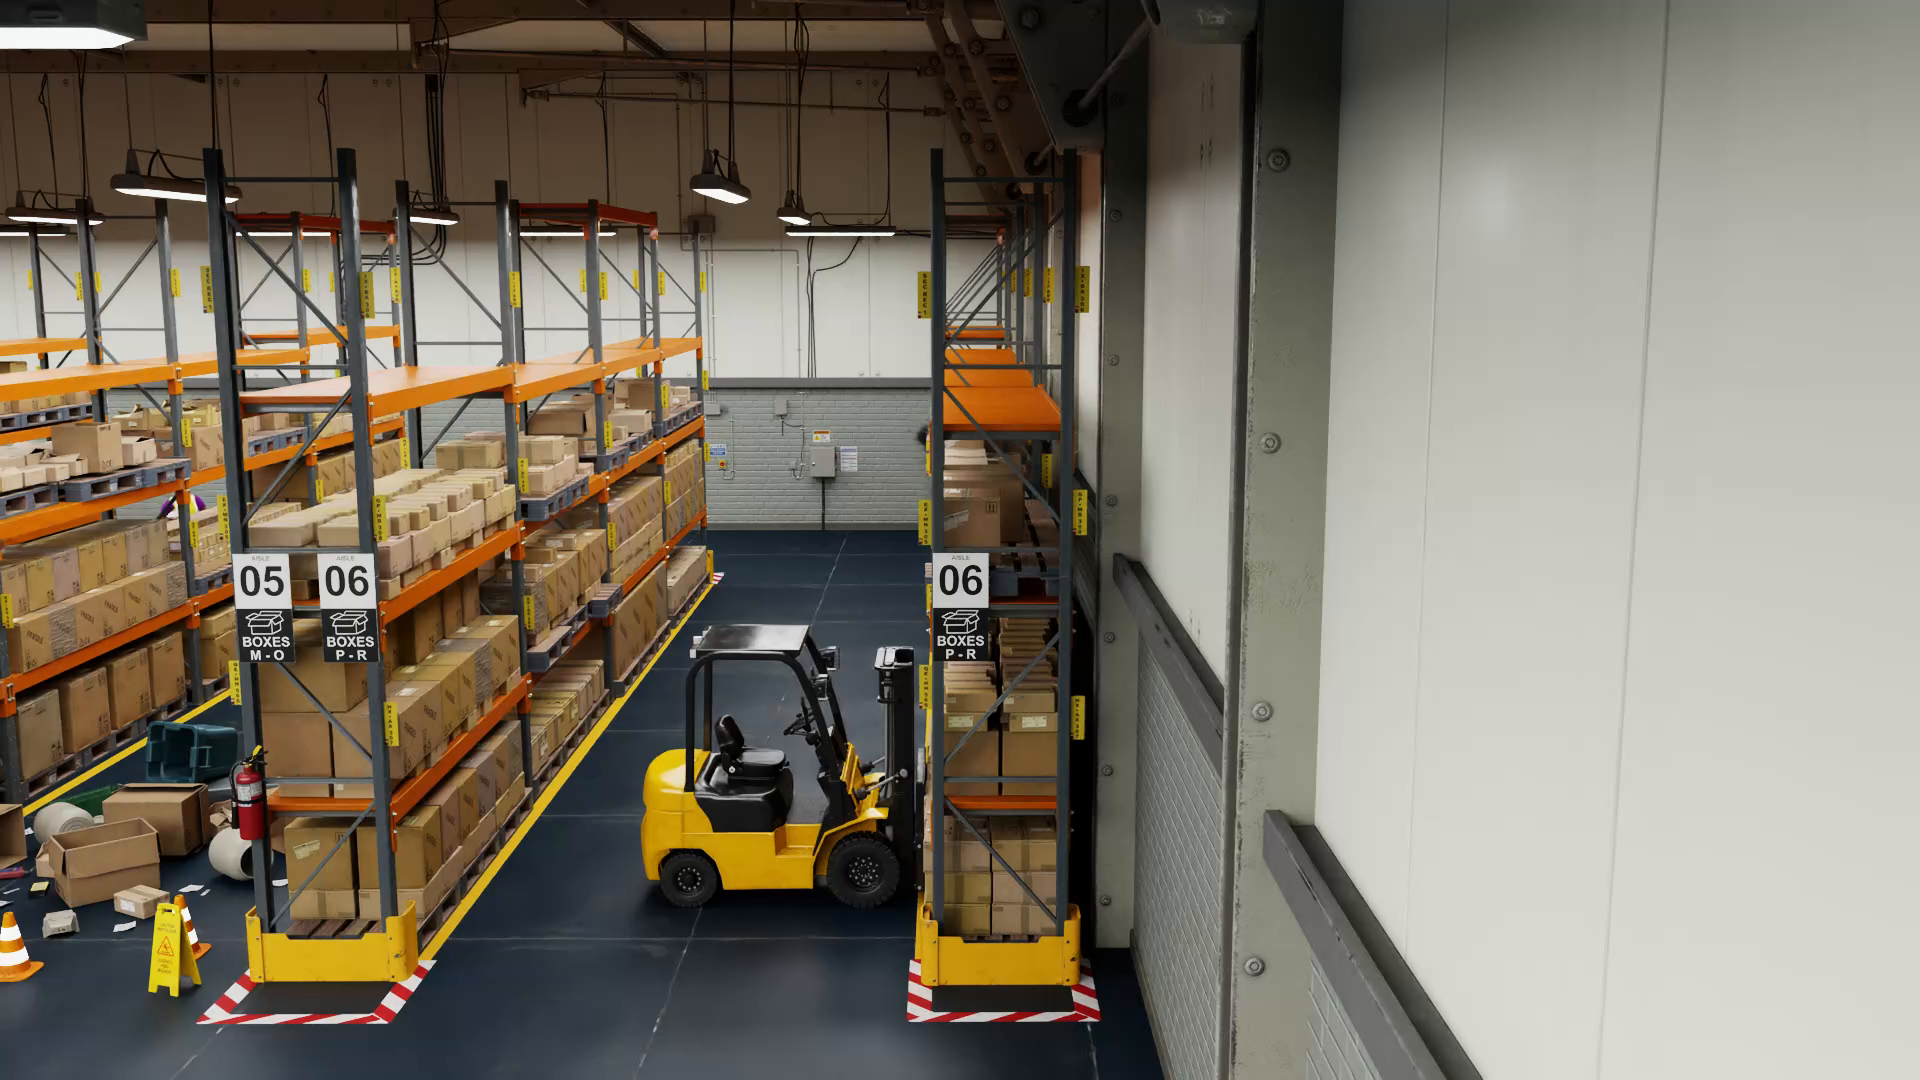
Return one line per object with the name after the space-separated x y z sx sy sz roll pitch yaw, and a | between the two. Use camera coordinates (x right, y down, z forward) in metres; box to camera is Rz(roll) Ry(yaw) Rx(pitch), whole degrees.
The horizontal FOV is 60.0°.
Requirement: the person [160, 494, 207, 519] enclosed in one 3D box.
-13.046 -0.168 28.122 0.759 1.706 0.595 -9 13 -43 | person

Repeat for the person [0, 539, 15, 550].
-12.746 0.727 22.133 0.701 1.784 1.034 -2 9 -9 | person

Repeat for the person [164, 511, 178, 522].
-11.421 0.427 24.414 0.698 1.741 0.662 0 9 1 | person
